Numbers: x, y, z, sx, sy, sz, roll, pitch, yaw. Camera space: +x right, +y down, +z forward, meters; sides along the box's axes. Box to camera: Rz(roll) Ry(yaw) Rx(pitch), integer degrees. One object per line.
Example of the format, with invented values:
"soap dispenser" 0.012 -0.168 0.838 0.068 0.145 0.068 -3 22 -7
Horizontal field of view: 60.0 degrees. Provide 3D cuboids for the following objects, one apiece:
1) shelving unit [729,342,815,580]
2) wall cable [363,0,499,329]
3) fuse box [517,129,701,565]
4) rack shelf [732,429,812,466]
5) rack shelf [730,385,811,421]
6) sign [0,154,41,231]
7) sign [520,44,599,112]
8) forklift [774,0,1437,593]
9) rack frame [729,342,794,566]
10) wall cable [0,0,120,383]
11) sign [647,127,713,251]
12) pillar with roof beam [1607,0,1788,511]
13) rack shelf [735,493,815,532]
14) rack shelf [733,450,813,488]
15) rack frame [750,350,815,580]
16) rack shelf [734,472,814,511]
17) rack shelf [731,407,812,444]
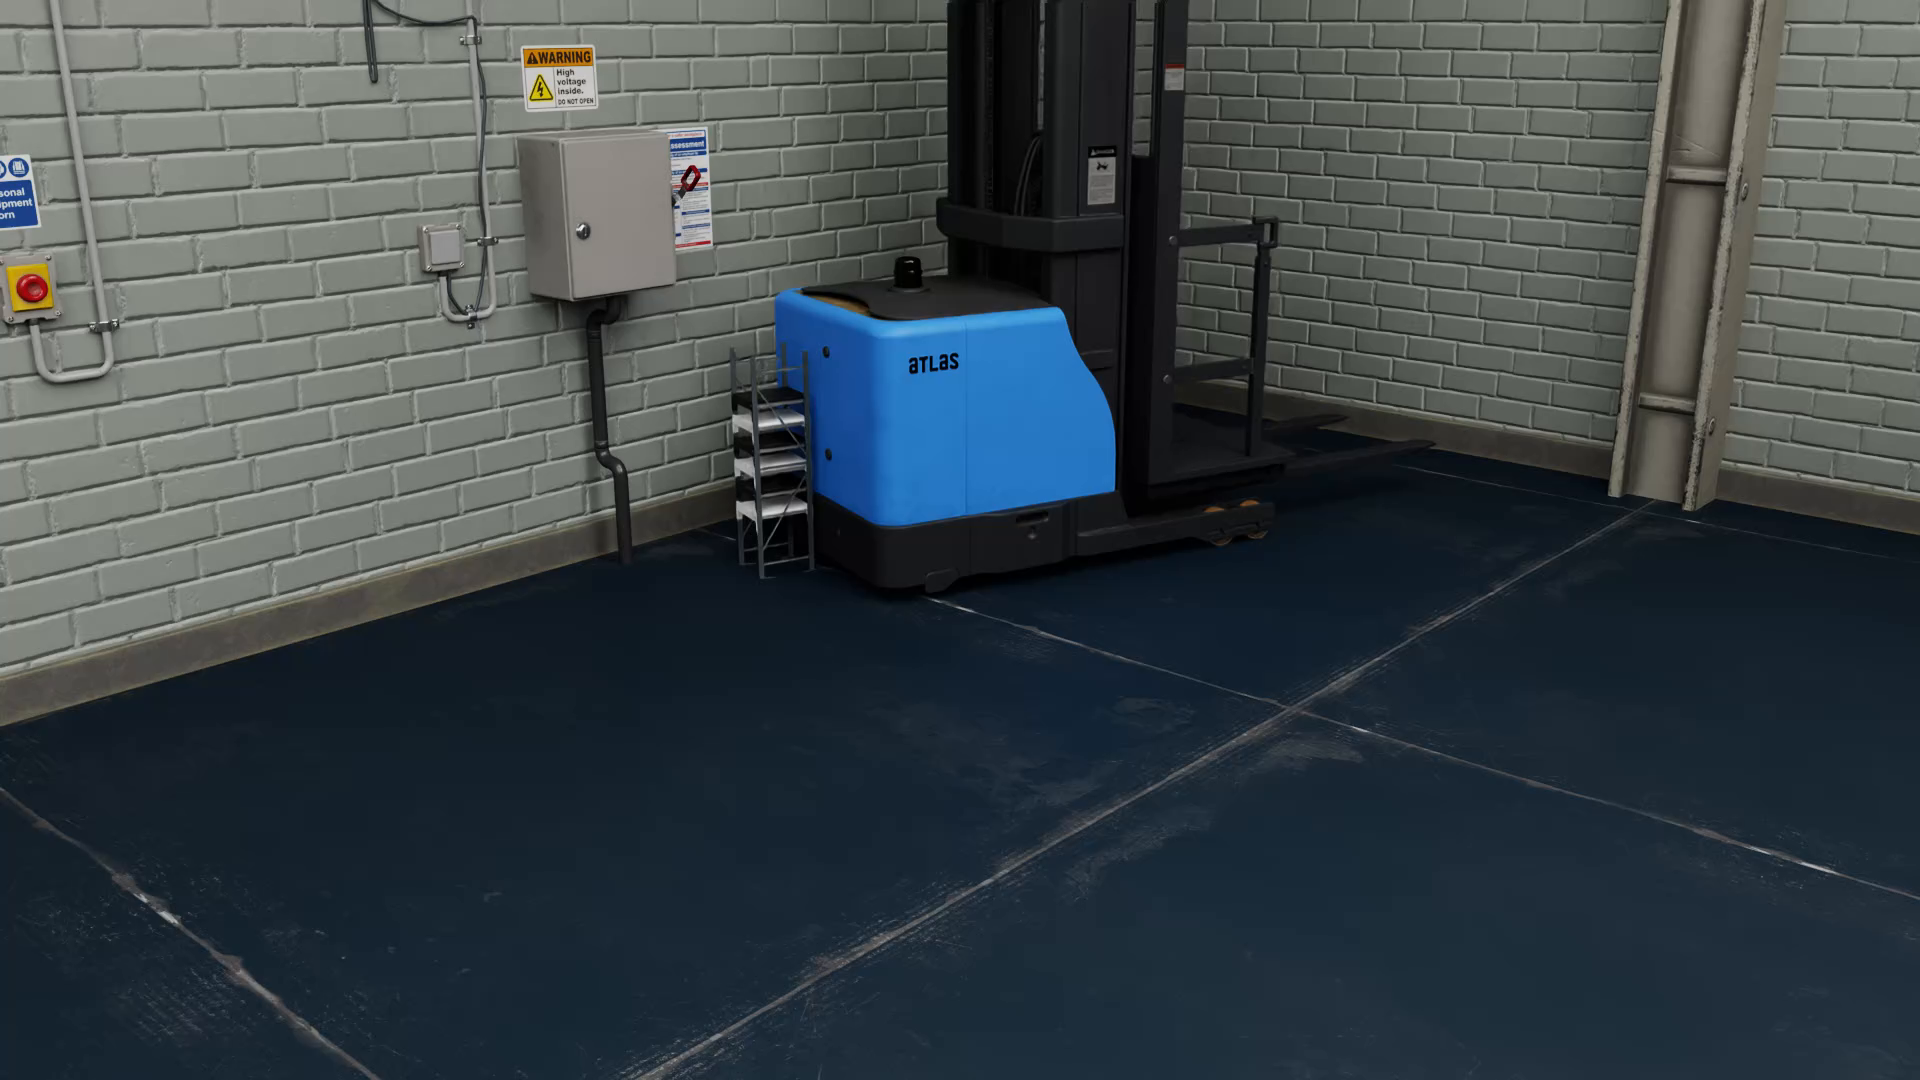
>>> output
"shelving unit" -0.745 -0.314 6.613 0.258 0.900 0.210 -10 20 -28
"wall cable" -1.901 -1.699 5.827 0.122 1.984 0.588 15 23 39
"fuse box" -1.331 -0.723 6.562 0.414 1.711 0.539 15 23 39
"rack shelf" -0.745 -0.368 6.596 0.258 0.077 0.200 -10 20 -28
"rack shelf" -0.745 -0.540 6.541 0.258 0.077 0.200 -10 20 -28
"sign" -2.912 -1.022 4.925 0.001 0.218 0.327 15 23 39
"sign" -1.522 -1.760 6.334 0.001 0.242 0.339 15 23 39
"forklift" 0.763 -1.499 6.989 3.031 2.935 1.130 -10 20 -28
"rack frame" -0.795 -0.341 6.697 0.240 0.900 0.006 -10 20 -28
"wall cable" -2.834 -1.391 4.804 0.123 1.953 0.585 15 23 39
"sign" -1.158 -1.445 6.865 0.001 0.494 0.329 15 23 39
"pillar with roof beam" 0.415 -3.519 3.324 0.400 9.000 9.100 15 23 39
"rack shelf" -0.744 -0.111 6.678 0.258 0.077 0.200 -10 20 -28
"rack shelf" -0.744 -0.283 6.623 0.258 0.077 0.200 -10 20 -28
"rack frame" -0.694 -0.288 6.529 0.240 0.900 0.006 -10 20 -28
"rack shelf" -0.744 -0.197 6.651 0.258 0.077 0.200 -10 20 -28
"rack shelf" -0.745 -0.454 6.568 0.258 0.077 0.200 -10 20 -28
